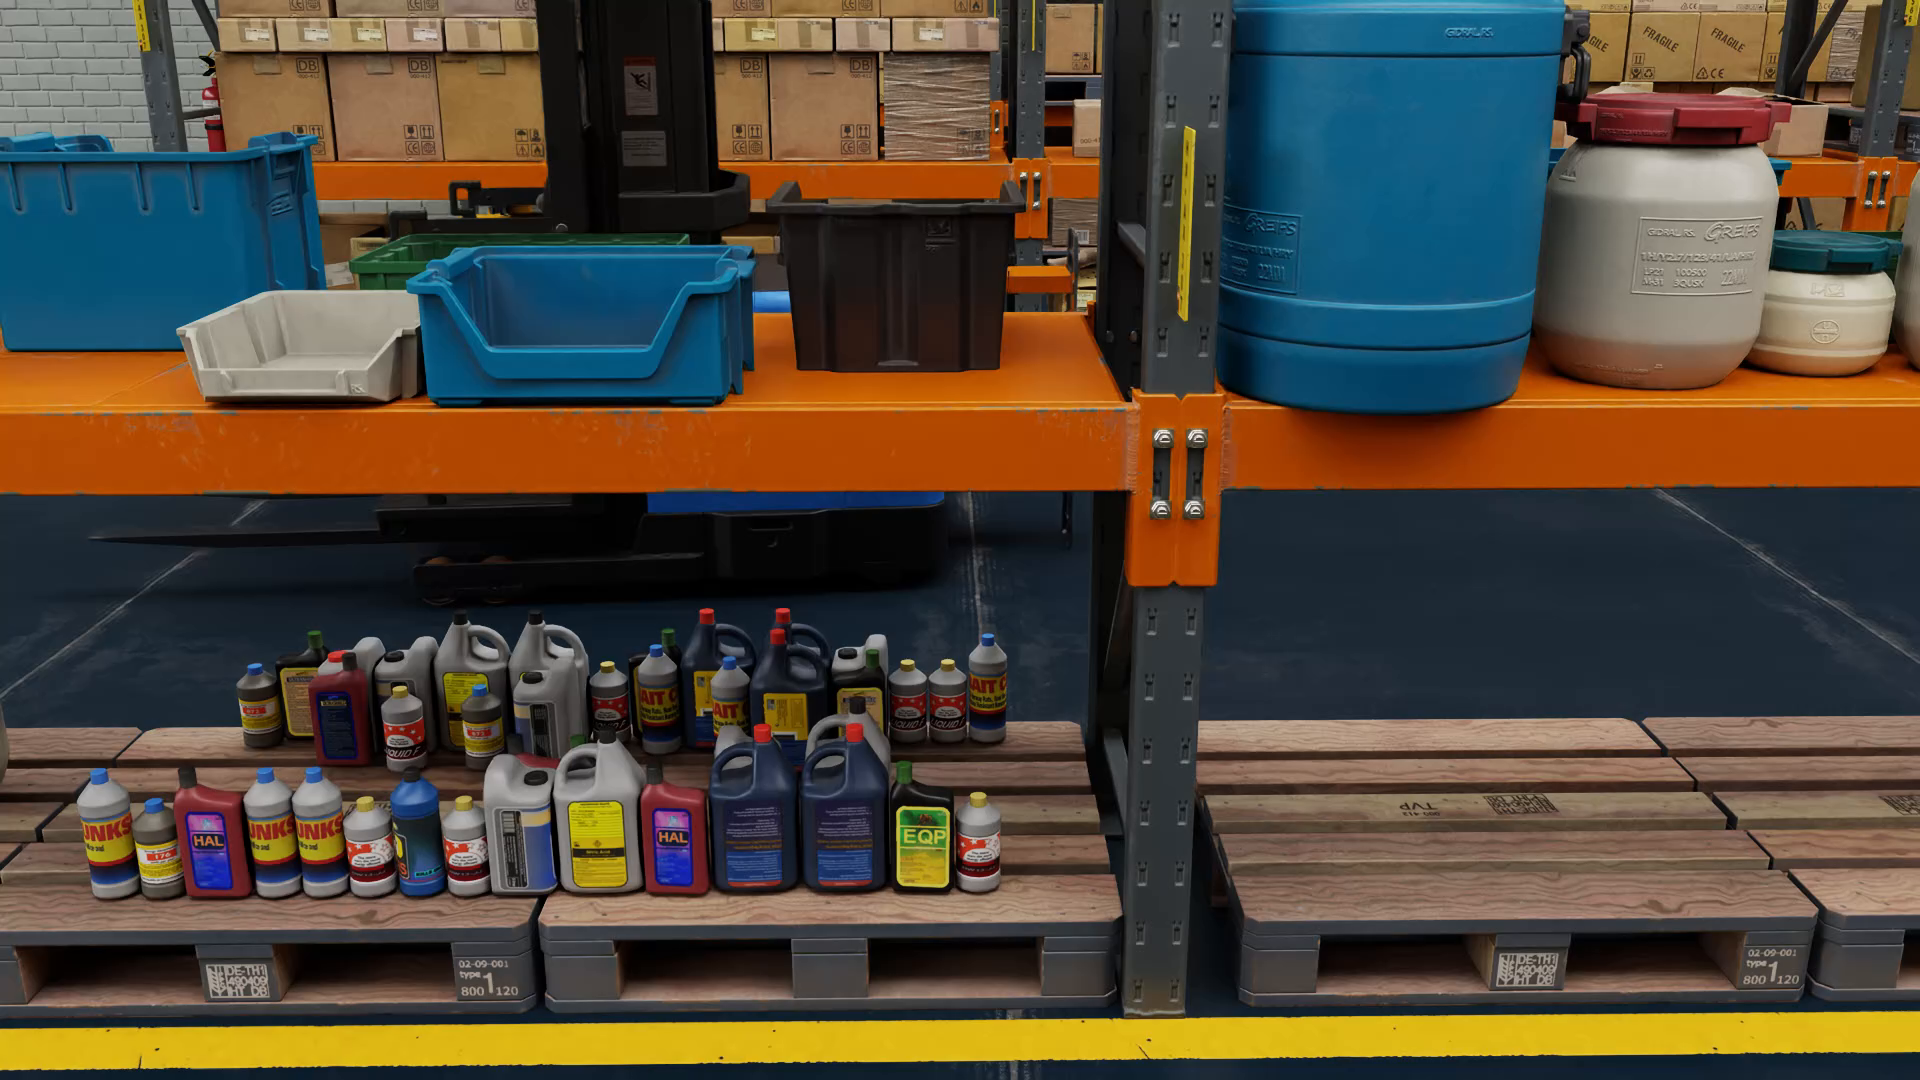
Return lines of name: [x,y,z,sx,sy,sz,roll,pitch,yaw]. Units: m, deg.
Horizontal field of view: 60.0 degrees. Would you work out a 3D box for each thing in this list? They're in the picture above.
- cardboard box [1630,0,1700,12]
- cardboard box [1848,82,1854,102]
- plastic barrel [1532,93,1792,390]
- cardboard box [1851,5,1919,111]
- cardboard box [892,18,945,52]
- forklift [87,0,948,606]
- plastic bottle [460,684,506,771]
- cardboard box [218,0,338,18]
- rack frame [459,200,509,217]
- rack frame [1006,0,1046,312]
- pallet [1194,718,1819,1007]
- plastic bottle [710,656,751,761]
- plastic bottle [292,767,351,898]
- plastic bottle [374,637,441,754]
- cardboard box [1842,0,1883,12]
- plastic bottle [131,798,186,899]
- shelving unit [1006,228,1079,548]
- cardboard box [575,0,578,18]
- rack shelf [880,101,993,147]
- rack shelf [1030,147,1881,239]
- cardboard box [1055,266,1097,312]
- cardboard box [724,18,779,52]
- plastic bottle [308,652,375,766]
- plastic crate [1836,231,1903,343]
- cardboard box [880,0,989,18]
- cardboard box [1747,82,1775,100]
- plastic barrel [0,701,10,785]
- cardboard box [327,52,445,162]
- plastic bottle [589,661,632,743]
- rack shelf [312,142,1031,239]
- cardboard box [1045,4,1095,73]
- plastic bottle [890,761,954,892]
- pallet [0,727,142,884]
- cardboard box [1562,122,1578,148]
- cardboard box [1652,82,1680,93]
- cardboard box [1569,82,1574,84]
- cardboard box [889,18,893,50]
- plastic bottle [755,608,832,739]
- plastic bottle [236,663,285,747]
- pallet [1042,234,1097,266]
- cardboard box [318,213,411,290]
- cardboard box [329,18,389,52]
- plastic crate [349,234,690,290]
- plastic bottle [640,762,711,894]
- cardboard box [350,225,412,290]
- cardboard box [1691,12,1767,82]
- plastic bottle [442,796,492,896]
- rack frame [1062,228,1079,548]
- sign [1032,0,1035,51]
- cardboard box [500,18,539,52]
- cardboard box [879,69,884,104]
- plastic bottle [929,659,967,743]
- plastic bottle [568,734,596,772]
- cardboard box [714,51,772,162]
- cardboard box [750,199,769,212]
cardboard box: [5.235,-4.114,12.551,0.500,0.250,0.500,-1,18,-2]
cardboard box: [6.885,-3.457,12.793,0.250,0.149,0.380,0,18,-1]
plastic barrel: [1.356,-0.589,3.252,0.433,0.535,0.433,0,18,0]
cardboard box: [4.949,-2.404,8.281,0.500,0.500,0.700,-6,19,-19]
cardboard box: [-0.194,-2.389,7.859,0.250,0.149,0.380,-1,18,-2]
forklift: [-1.591,-1.335,5.911,3.031,2.935,1.130,-2,18,-5]
plastic bottle: [-1.171,0.454,4.084,0.097,0.201,0.097,0,18,0]
cardboard box: [-3.158,-2.745,7.905,0.500,0.500,0.700,0,18,-1]
rack frame: [-3.760,-3.594,12.839,0.127,3.000,1.000,0,18,-1]
rack frame: [0.322,-2.100,8.183,0.127,3.000,1.000,0,18,-1]
pallet: [1.181,0.725,3.942,1.213,0.211,1.003,0,18,-1]
plastic bottle: [-0.560,0.417,4.082,0.097,0.271,0.097,0,18,0]
plastic bottle: [-1.343,0.606,3.494,0.097,0.271,0.097,0,18,0]
plastic bottle: [-1.383,0.383,4.180,0.135,0.276,0.152,-1,18,-2]
cardboard box: [6.754,-4.125,12.585,0.500,0.250,0.500,0,18,0]
plastic bottle: [-1.682,0.641,3.499,0.097,0.201,0.097,0,18,0]
shelving unit: [0.178,-0.573,6.368,0.503,1.200,0.258,-1,18,-2]
cardboard box: [-1.627,-2.754,7.934,0.500,0.500,0.700,0,18,-1]
rack shelf: [-1.760,-3.261,12.979,4.000,0.370,1.077,0,18,-1]
rack shelf: [2.322,-1.767,8.323,4.000,0.370,1.077,0,18,-1]
cardboard box: [0.739,-1.184,8.222,0.500,0.311,0.500,0,18,-1]
cardboard box: [-0.964,-2.385,7.847,0.250,0.149,0.380,0,18,-1]
plastic bottle: [-1.519,0.413,4.076,0.133,0.283,0.061,0,18,-1]
plastic crate: [2.133,-0.581,3.794,0.662,0.188,0.450,0,18,-1]
cardboard box: [-0.122,-2.761,7.957,0.500,0.500,0.700,0,18,-1]
cardboard box: [6.106,-3.464,12.813,0.250,0.149,0.380,0,18,-1]
plastic barrel: [-2.445,0.388,3.813,0.421,0.512,0.421,0,18,0]
cardboard box: [-2.686,-2.131,8.115,0.500,0.500,0.700,0,18,1]
plastic bottle: [-0.890,0.408,4.225,0.097,0.201,0.097,0,18,0]
rack shelf: [-1.678,-1.748,8.263,4.000,0.370,1.077,0,18,-1]
cardboard box: [0.749,-3.862,12.792,0.500,0.500,0.700,0,18,-1]
plastic bottle: [-0.080,0.600,3.493,0.133,0.283,0.061,1,18,2]
pallet: [-2.716,0.743,3.886,1.213,0.211,1.003,0,18,-1]
cardboard box: [3.047,-1.976,8.209,0.250,0.149,0.380,1,18,3]
cardboard box: [5.341,-3.466,12.819,0.250,0.149,0.380,0,18,-1]
cardboard box: [4.572,-3.453,12.779,0.250,0.149,0.380,-1,18,-2]
cardboard box: [-0.459,-2.511,8.240,0.250,0.149,0.380,-1,18,-2]
plastic bottle: [-0.417,0.342,4.187,0.185,0.351,0.144,0,18,1]
plastic bottle: [-1.774,0.412,4.212,0.097,0.201,0.097,0,18,0]
pallet: [1.018,-2.289,13.338,1.213,0.211,1.003,0,18,-1]
cardboard box: [-3.146,-1.422,8.656,0.500,0.500,0.500,0,18,-1]
cardboard box: [-2.769,-2.376,7.818,0.250,0.149,0.380,0,18,-1]
plastic crate: [-0.965,-0.566,3.748,0.662,0.188,0.450,0,18,-1]
plastic bottle: [-0.597,0.602,3.486,0.133,0.283,0.061,1,18,3]
cardboard box: [-2.638,-1.266,8.170,0.500,0.500,0.500,0,18,-1]
cardboard box: [5.749,-3.757,12.665,0.500,0.500,0.500,0,18,-1]
plastic bottle: [-1.038,0.638,3.509,0.097,0.201,0.097,0,18,0]
rack frame: [0.421,-0.576,6.378,0.015,1.200,0.240,-1,18,-2]
sign: [0.332,-2.380,7.510,0.005,0.325,0.100,0,18,-1]
cardboard box: [-1.994,-2.380,7.831,0.250,0.149,0.380,-1,18,-2]
cardboard box: [-0.727,-3.456,12.624,0.500,0.250,0.500,0,18,-1]
plastic bottle: [-0.031,0.404,4.238,0.097,0.201,0.097,0,18,0]
plastic bottle: [-0.785,0.559,3.620,0.133,0.283,0.061,0,18,-1]
cardboard box: [-1.151,-2.138,8.137,0.500,0.500,0.700,0,18,0]
cardboard box: [-1.762,-2.580,13.051,0.500,0.500,0.700,-1,18,-4]
